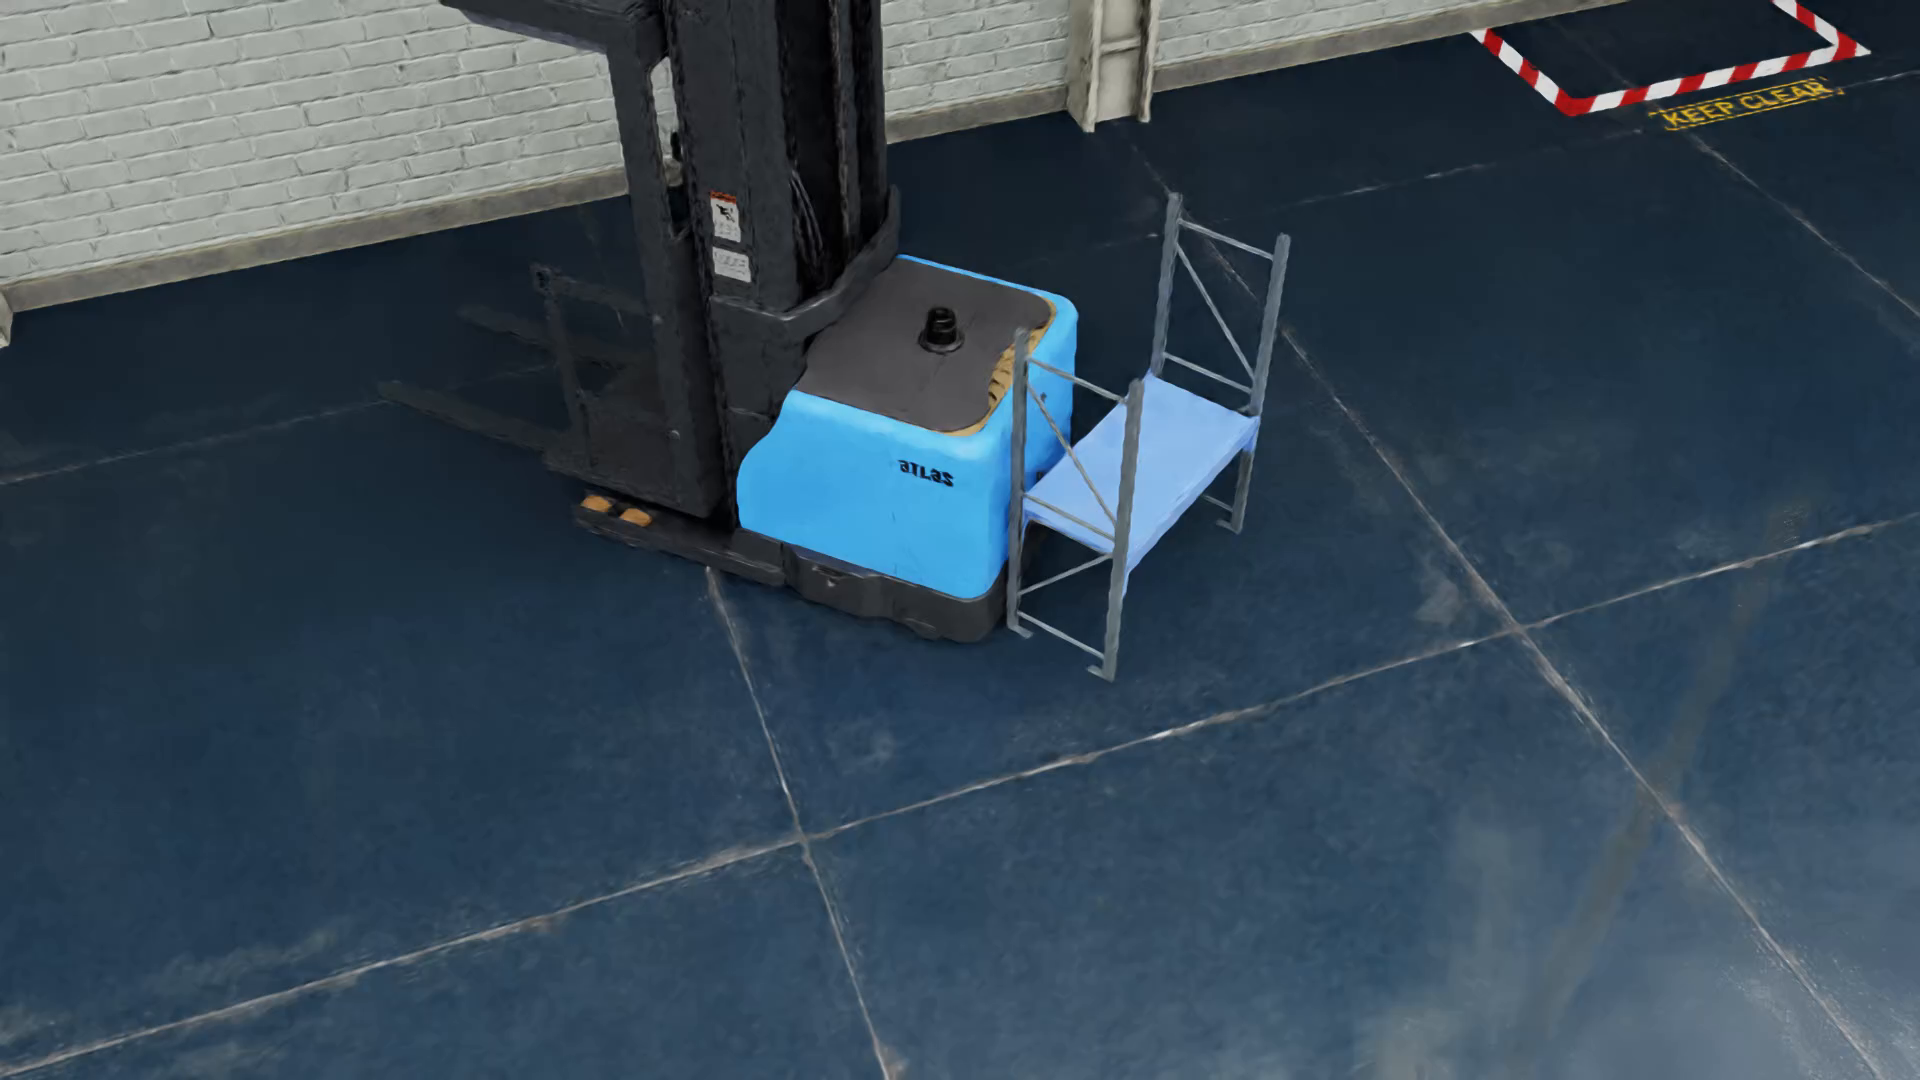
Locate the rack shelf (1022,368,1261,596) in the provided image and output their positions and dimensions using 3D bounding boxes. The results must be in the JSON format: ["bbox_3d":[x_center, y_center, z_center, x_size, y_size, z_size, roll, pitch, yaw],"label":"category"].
[{"bbox_3d":[0.694,-0.249,6.502,0.538,0.185,1.000,27,51,24],"label":"rack shelf"}]

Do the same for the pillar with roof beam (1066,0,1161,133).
[{"bbox_3d":[2.301,-2.740,3.437,0.400,9.000,9.100,-14,47,-14],"label":"pillar with roof beam"}]

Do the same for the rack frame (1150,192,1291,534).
[{"bbox_3d":[0.992,-0.667,6.665,0.500,1.500,0.032,27,51,24],"label":"rack frame"}]

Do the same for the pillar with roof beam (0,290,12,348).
[{"bbox_3d":[-3.343,-1.297,1.999,0.400,9.000,9.100,-14,47,-14],"label":"pillar with roof beam"}]

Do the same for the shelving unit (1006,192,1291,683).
[{"bbox_3d":[0.694,-0.375,6.375,0.538,1.500,1.048,27,51,24],"label":"shelving unit"}]

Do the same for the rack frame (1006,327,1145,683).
[{"bbox_3d":[0.396,-0.084,6.084,0.500,1.500,0.032,27,51,24],"label":"rack frame"}]

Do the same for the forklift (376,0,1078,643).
[{"bbox_3d":[-1.088,-1.328,6.314,3.031,2.935,1.130,17,48,17],"label":"forklift"}]
